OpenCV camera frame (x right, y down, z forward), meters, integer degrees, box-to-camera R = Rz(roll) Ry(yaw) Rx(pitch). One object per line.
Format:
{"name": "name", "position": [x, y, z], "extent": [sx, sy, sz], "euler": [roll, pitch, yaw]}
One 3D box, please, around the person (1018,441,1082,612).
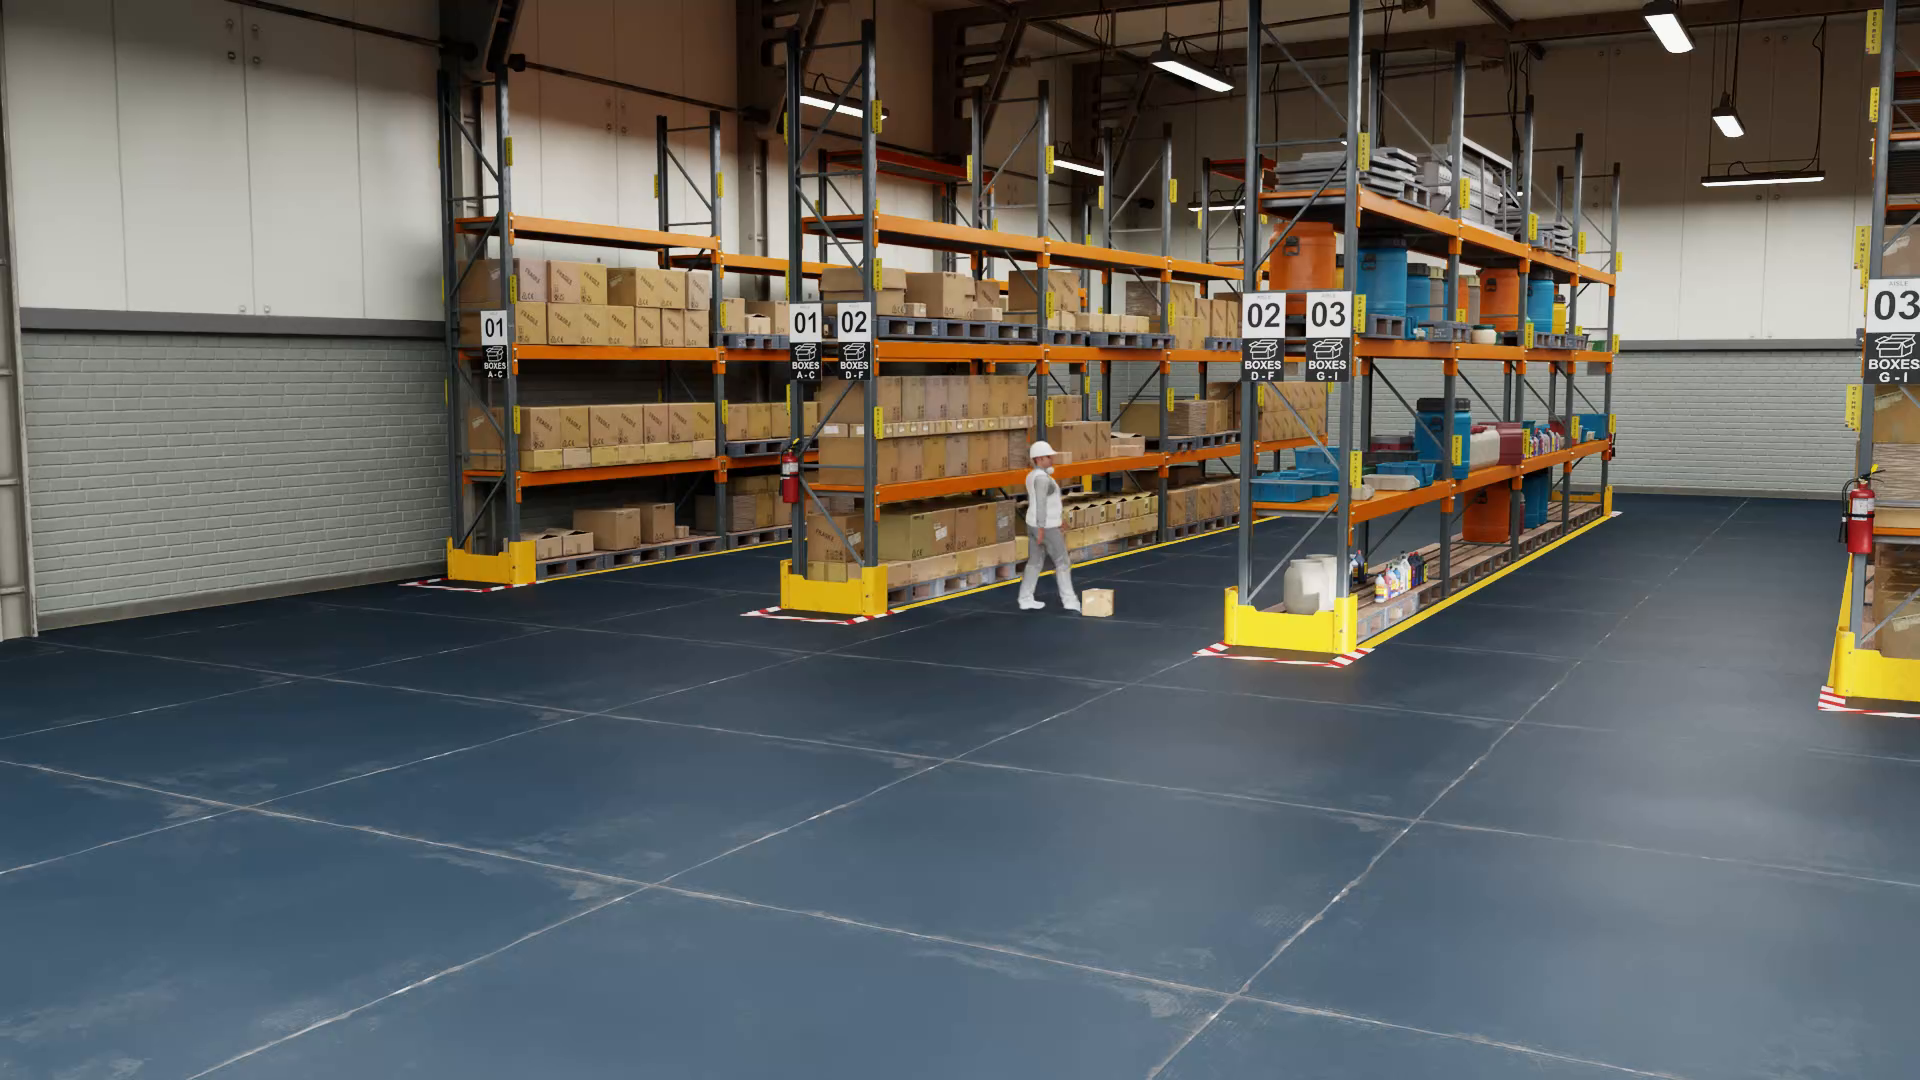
{"name": "person", "position": [0.968, -0.136, 17.294], "extent": [0.744, 1.782, 0.563], "euler": [-2, 6, -16]}
